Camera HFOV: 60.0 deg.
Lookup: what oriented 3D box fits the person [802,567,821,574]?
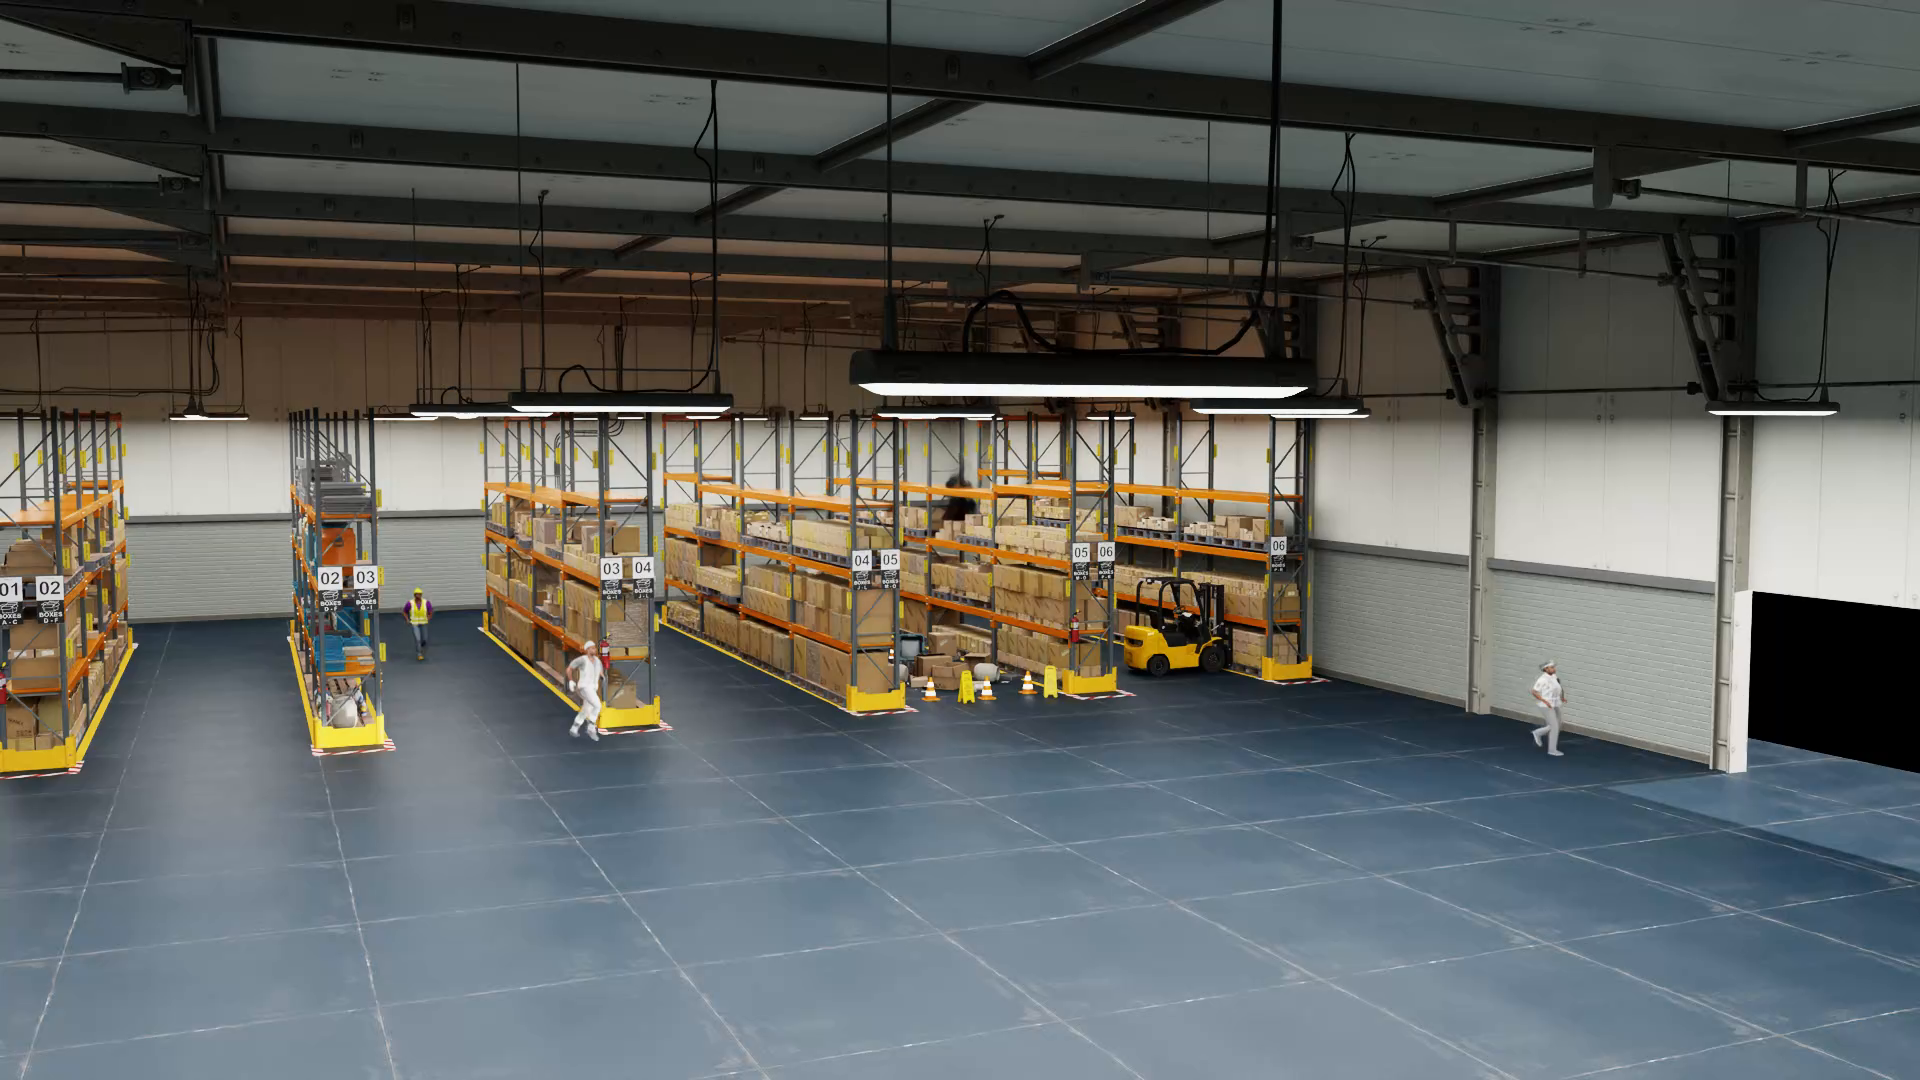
[{"bbox_3d":[-4.548,1.246,51.118,0.861,1.814,0.675,-1,4,-9],"label":"person"}]

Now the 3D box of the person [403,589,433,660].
[{"bbox_3d":[-13.141,2.034,40.354,0.696,1.727,0.671,-2,4,-26],"label":"person"}]

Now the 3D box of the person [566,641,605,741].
[{"bbox_3d":[-6.722,2.716,30.179,0.697,1.753,0.687,2,4,27],"label":"person"}]

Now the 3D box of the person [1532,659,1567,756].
[{"bbox_3d":[10.174,2.875,28.803,0.581,1.655,0.701,-3,5,-34],"label":"person"}]

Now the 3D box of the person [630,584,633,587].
[{"bbox_3d":[-9.439,1.541,48.282,0.753,1.606,0.642,-3,5,-36],"label":"person"}]
